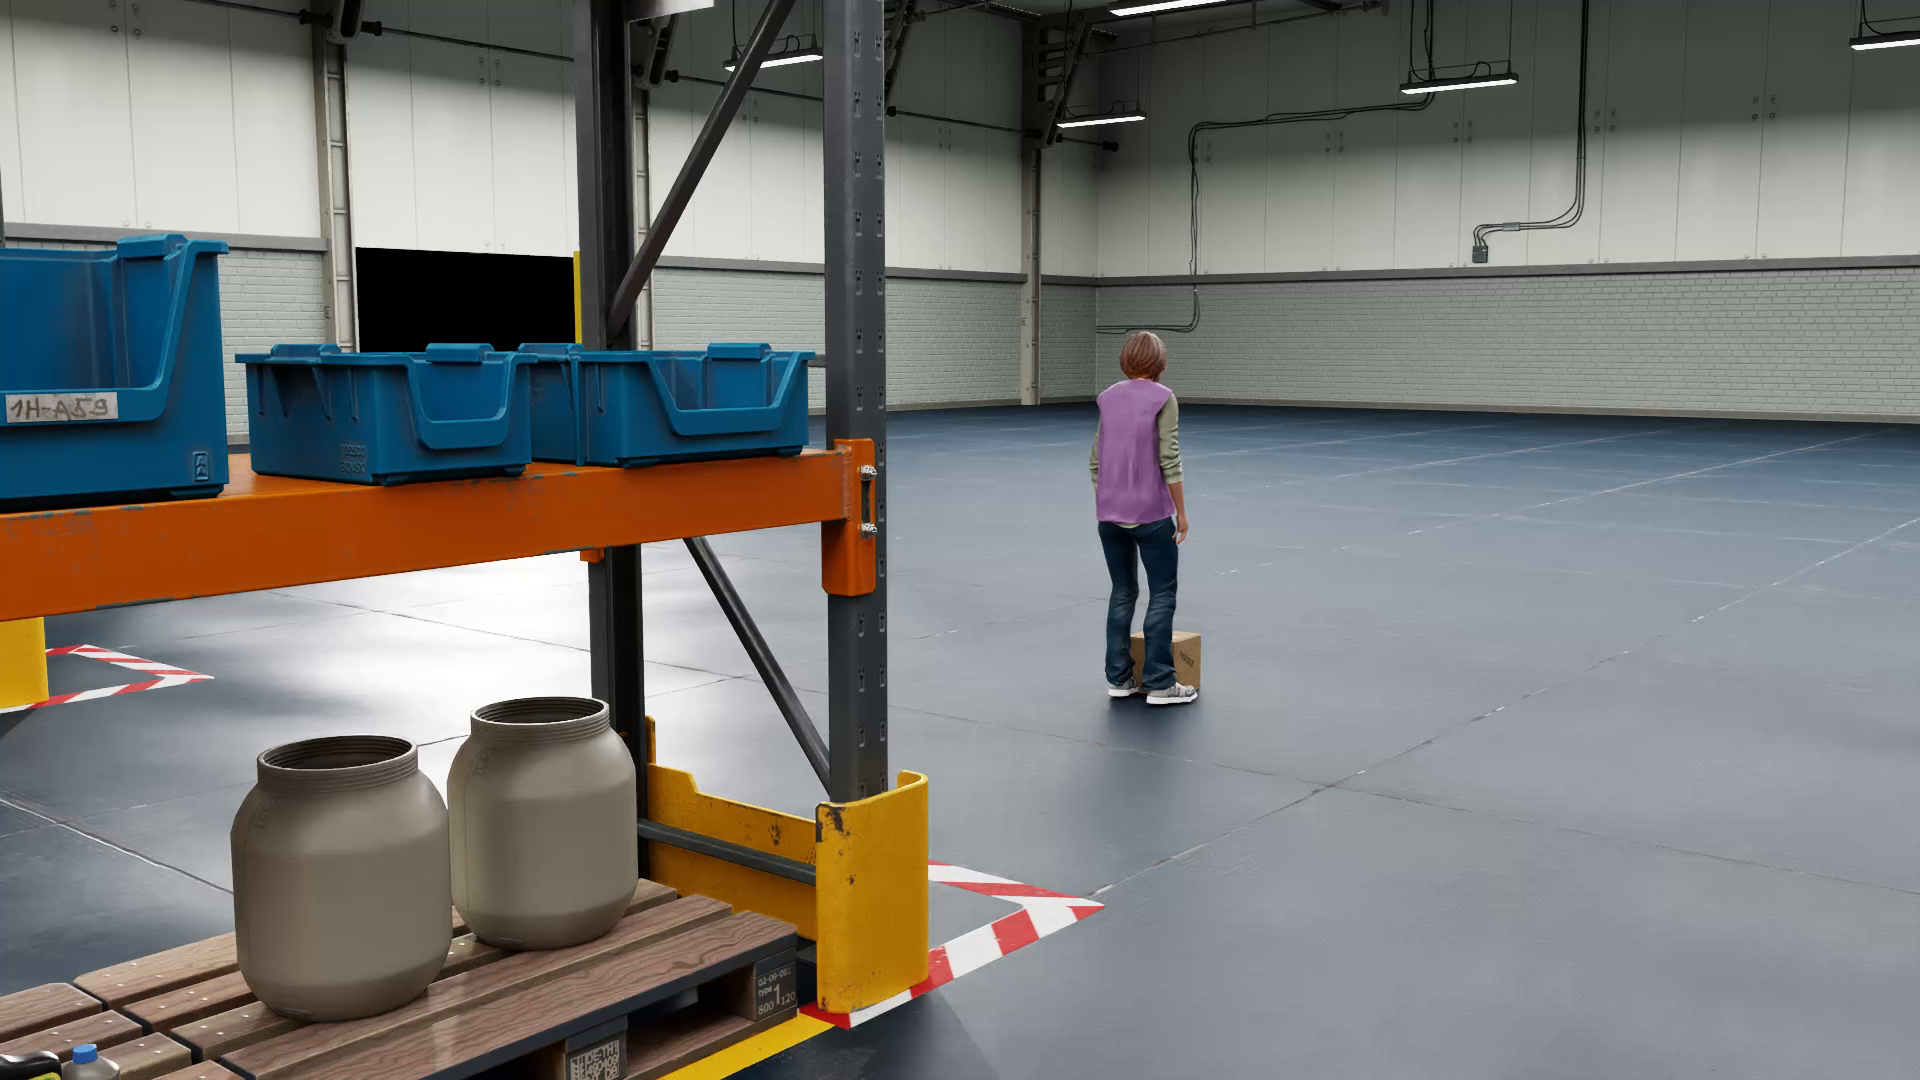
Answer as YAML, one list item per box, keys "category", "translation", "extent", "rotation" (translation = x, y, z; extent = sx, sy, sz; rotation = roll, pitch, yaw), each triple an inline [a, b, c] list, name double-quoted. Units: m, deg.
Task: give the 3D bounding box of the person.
- category: "person"
  translation: [0.775, -0.096, 7.168]
  extent: [0.459, 1.591, 0.372]
  rotation: [5, 9, 38]
